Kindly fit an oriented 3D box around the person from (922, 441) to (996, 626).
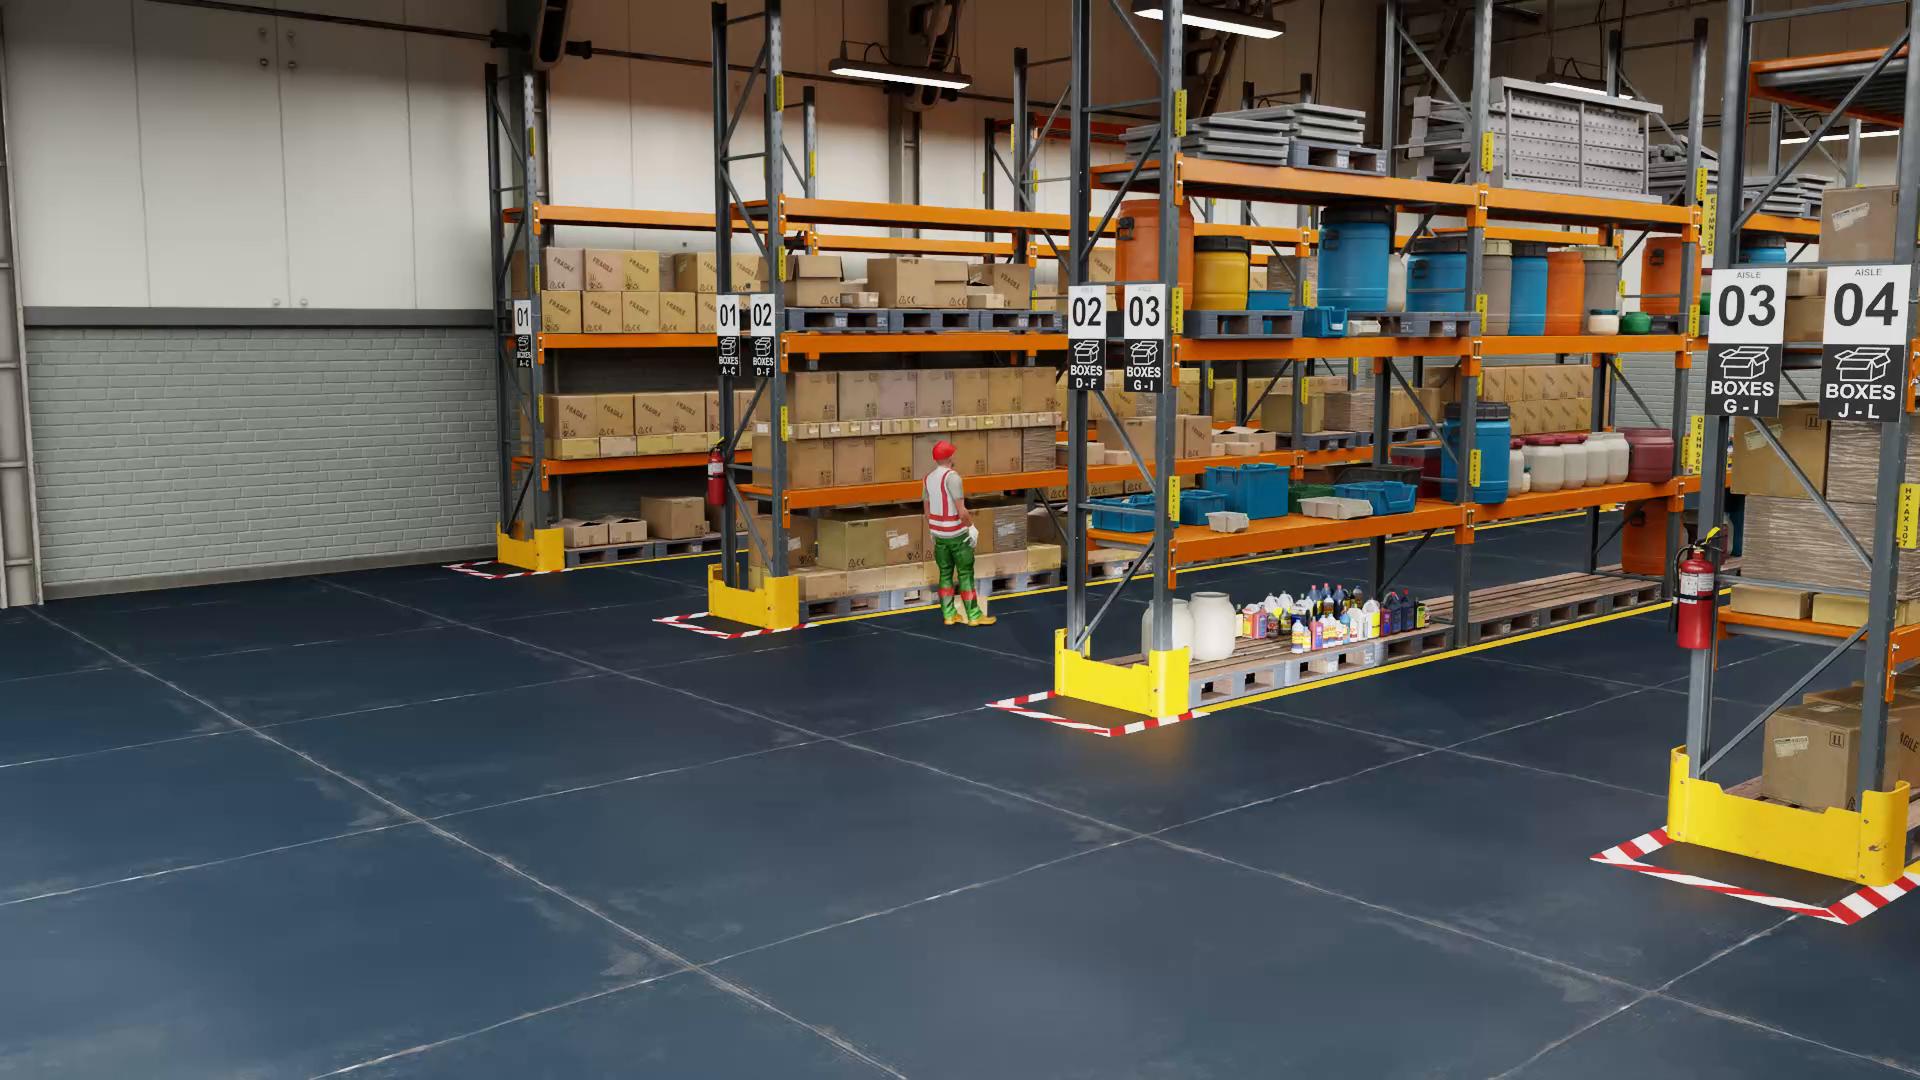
[{"bbox_3d":[-0.030,-0.075,16.187,0.563,1.789,0.638,-6,10,-41],"label":"person"}]
